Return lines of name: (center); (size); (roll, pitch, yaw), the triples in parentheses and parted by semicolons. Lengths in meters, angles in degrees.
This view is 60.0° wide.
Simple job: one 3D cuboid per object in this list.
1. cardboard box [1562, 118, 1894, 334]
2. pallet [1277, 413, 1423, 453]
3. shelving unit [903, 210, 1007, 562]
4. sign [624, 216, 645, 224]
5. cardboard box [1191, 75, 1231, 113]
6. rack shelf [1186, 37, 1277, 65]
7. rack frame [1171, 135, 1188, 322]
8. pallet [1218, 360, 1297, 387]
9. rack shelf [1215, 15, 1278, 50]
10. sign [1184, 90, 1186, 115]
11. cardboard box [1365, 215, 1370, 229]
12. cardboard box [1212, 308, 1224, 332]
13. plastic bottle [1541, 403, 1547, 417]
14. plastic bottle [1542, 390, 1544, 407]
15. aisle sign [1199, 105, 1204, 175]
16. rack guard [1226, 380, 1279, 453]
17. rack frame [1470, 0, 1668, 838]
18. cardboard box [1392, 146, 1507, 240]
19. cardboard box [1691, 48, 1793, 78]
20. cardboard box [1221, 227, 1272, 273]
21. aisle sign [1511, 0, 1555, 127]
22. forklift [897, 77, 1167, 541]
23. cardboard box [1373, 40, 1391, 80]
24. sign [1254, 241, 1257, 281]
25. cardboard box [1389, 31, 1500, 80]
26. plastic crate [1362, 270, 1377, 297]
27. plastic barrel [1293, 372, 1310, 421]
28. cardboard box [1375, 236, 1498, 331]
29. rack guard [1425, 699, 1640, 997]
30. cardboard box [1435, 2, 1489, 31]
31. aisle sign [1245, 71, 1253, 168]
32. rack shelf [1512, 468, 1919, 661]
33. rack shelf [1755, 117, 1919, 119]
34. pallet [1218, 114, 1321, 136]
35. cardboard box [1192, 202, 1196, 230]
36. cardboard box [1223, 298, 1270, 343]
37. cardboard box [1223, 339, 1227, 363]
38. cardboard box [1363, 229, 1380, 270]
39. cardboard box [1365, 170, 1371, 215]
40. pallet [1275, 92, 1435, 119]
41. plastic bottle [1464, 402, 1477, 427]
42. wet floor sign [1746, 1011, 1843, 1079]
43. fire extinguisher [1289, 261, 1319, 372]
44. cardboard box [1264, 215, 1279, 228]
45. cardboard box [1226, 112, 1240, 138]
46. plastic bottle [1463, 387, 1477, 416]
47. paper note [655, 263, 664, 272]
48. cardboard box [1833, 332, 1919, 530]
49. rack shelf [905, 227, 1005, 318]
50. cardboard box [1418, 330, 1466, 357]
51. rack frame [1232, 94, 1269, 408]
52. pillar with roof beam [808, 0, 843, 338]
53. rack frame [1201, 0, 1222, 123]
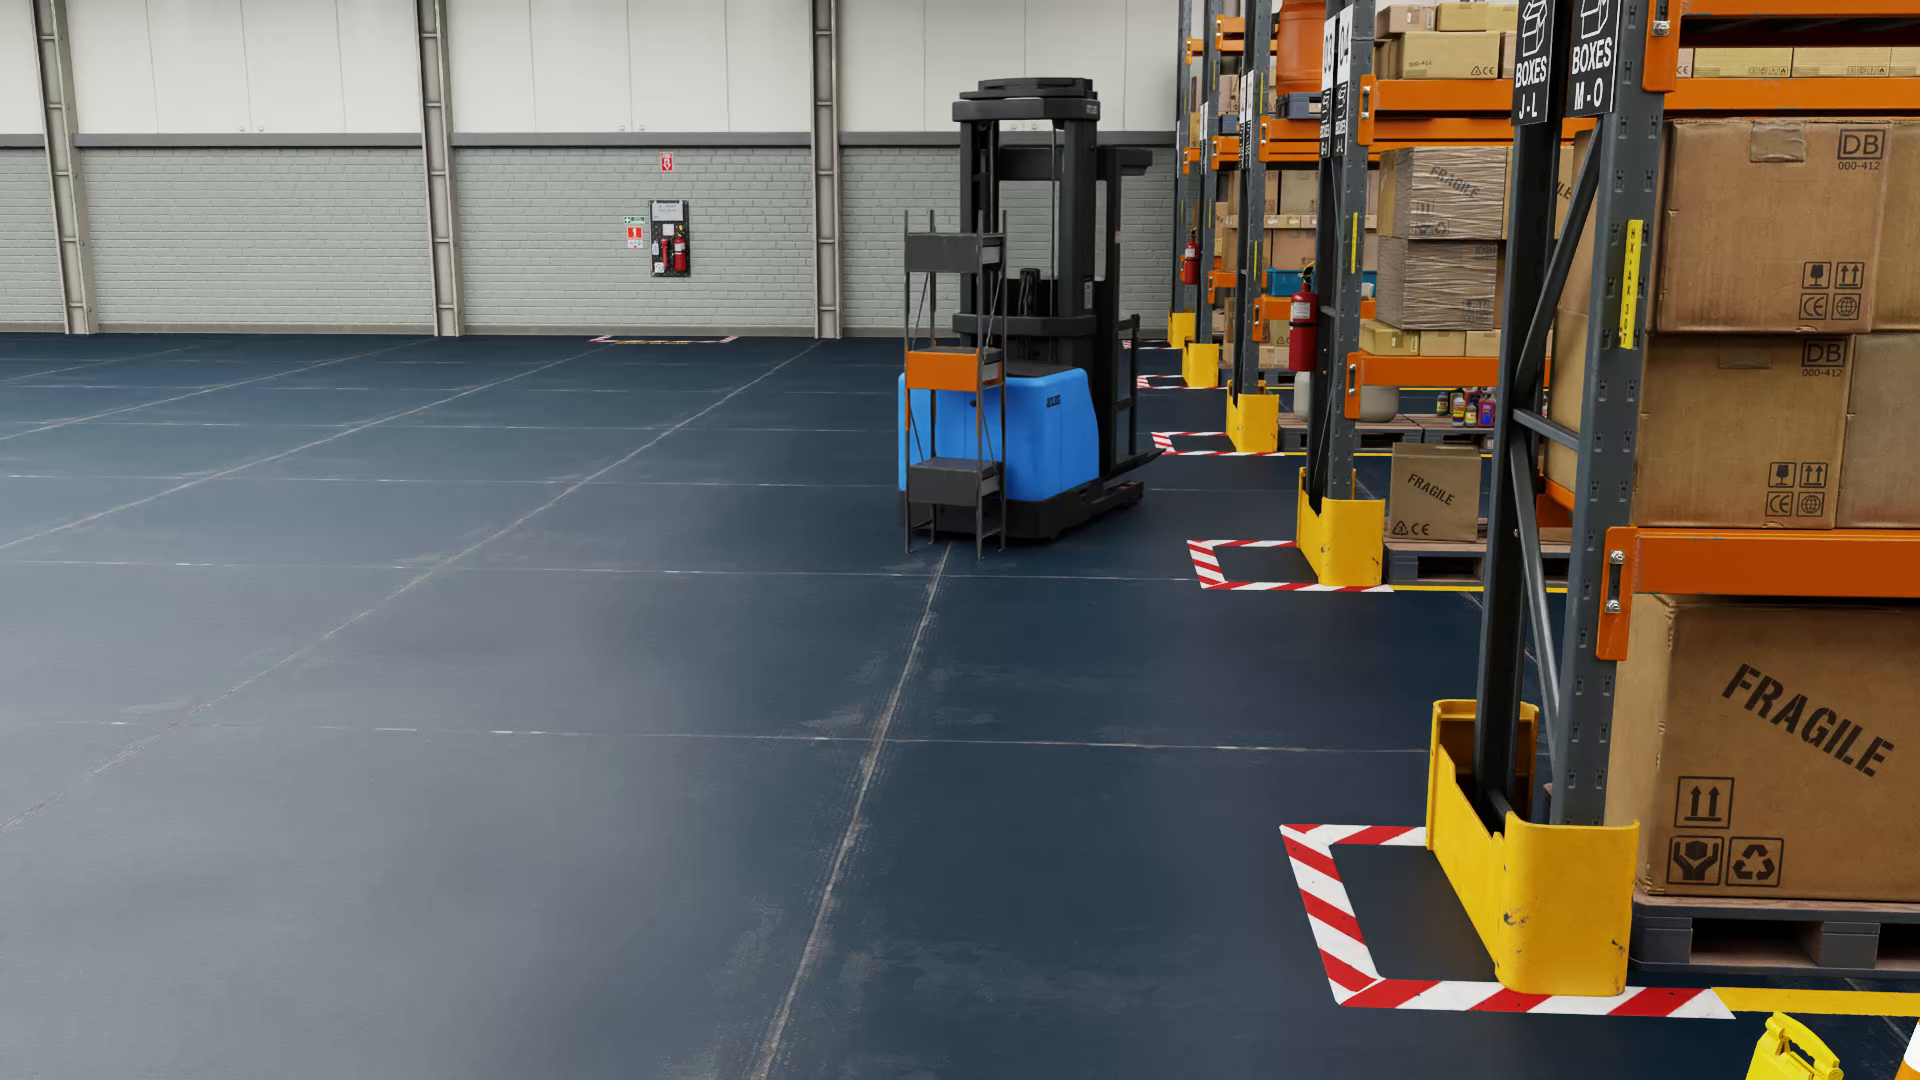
cardboard box: (2.138, -0.899, 4.735); (0.550, 0.550, 0.875); (1, 12, 4)
pallet: (3.423, -0.965, 14.866); (1.213, 0.211, 1.003); (1, 12, 4)
shelving unit: (-0.025, -0.953, 10.195); (0.503, 2.100, 0.431); (5, 13, 24)
sign: (-5.039, -4.952, 25.733); (0.331, 0.109, 0.001); (1, 12, 4)
cardboard box: (3.564, -6.319, 23.589); (0.500, 0.500, 0.500); (0, 12, 0)
rack shelf: (5.191, -6.913, 23.602); (4.000, 0.370, 1.077); (1, 12, 4)
rack frame: (3.195, -4.357, 24.273); (0.127, 3.000, 1.000); (1, 12, 4)
pallet: (3.634, -1.979, 19.711); (1.213, 0.211, 1.003); (1, 12, 4)
rack shelf: (4.864, -5.707, 18.805); (4.000, 0.370, 1.077); (1, 12, 4)
sign: (3.159, -6.143, 23.347); (0.005, 0.325, 0.100); (1, 12, 4)
cardboard box: (4.530, -3.645, 19.040); (0.250, 0.149, 0.380); (1, 12, 3)
cardboard box: (3.880, -3.229, 24.370); (0.500, 0.311, 0.500); (-1, 12, -3)
plastic bottle: (5.067, -1.080, 14.367); (0.097, 0.201, 0.097); (0, 12, 0)
plastic bottle: (5.150, -1.235, 14.922); (0.135, 0.276, 0.152); (1, 12, 4)
aisle sign: (2.822, -4.679, 19.460); (0.004, 0.787, 0.394); (1, 12, 4)
rack guard: (2.612, -1.119, 14.895); (0.348, 0.500, 1.175); (1, 12, 4)
rack frame: (1.770, -0.310, 4.923); (0.127, 3.000, 1.000); (1, 12, 4)
cardboard box: (2.733, -1.942, 9.315); (0.500, 0.500, 0.500); (1, 12, 4)
cardboard box: (4.195, -2.638, 9.092); (0.500, 0.250, 0.500); (1, 12, 5)
cardboard box: (3.333, -3.385, 19.382); (0.500, 0.500, 0.700); (1, 12, 4)
aisle sign: (1.720, -1.645, 4.954); (0.004, 0.787, 0.394); (1, 12, 4)
forklift: (0.677, -1.689, 11.684); (1.130, 2.935, 3.031); (6, 13, 25)
cardboard box: (2.701, -2.762, 9.685); (0.500, 0.250, 0.500); (1, 12, 5)
sign: (2.492, -2.357, 14.032); (0.005, 0.325, 0.100); (1, 12, 4)
cardboard box: (2.666, -2.657, 9.185); (0.500, 0.250, 0.500); (1, 12, 5)
plastic crate: (3.700, -2.305, 14.824); (0.408, 0.251, 0.499); (1, 12, 4)
plastic barrel: (3.195, -1.328, 14.841); (0.421, 0.512, 0.421); (0, 12, 0)
cardboard box: (2.749, -1.503, 9.657); (0.500, 0.500, 0.875); (1, 12, 4)
rack guard: (1.746, 0.913, 5.181); (0.348, 0.500, 1.175); (1, 12, 4)
cardboard box: (2.714, -2.837, 9.073); (0.250, 0.149, 0.380); (1, 12, 5)
aisle sign: (2.442, -3.547, 14.050); (0.004, 0.787, 0.394); (1, 12, 4)
rack shelf: (3.766, 0.070, 4.866); (4.000, 0.370, 1.077); (1, 12, 4)
rack shelf: (8.520, -3.368, 13.972); (4.000, 0.370, 1.077); (1, 12, 4)
pallet: (3.572, -4.755, 19.065); (1.213, 0.211, 1.003); (1, 12, 4)
cardboard box: (3.680, -4.698, 24.386); (0.500, 0.500, 0.500); (1, 12, 3)
cardboard box: (3.423, -2.626, 19.852); (0.500, 0.500, 0.500); (1, 12, 4)
cardboard box: (3.423, -2.258, 19.927); (0.500, 0.250, 0.500); (1, 12, 4)
cardboard box: (4.878, -3.365, 19.283); (0.500, 0.500, 0.700); (1, 12, 5)
cardboard box: (4.414, -4.007, 19.184); (0.500, 0.500, 0.700); (1, 12, 4)
pallet: (3.352, -3.678, 14.160); (1.213, 0.211, 1.003); (1, 12, 4)
plastic bottle: (4.425, -1.089, 14.409); (0.097, 0.201, 0.097); (0, 12, 0)
wet floor sign: (1.609, 1.247, 3.232); (0.232, 0.644, 0.267); (-1, 12, -6)
fire extinguisher: (2.119, -1.380, 10.226); (0.183, 0.674, 0.296); (1, 12, 4)
cardboard box: (3.509, -3.659, 19.108); (0.250, 0.149, 0.380); (0, 12, 2)
cardboard box: (4.046, -5.814, 23.618); (0.500, 0.500, 0.500); (2, 12, 8)
plastic bottle: (4.645, -1.271, 15.096); (0.135, 0.276, 0.152); (1, 12, 4)
paper note: (-4.670, -4.234, 25.833); (0.142, 0.148, 0.016); (1, 12, 4)
cardboard box: (2.694, -0.384, 4.913); (0.550, 0.550, 0.875); (1, 12, 4)
rack shelf: (-0.025, -1.625, 10.054); (0.480, 0.518, 0.431); (5, 13, 24)
cardboard box: (2.719, -1.139, 9.500); (0.250, 0.149, 0.380); (1, 12, 4)
rack frame: (2.533, -2.334, 14.598); (0.127, 3.000, 1.000); (1, 12, 4)
pillar with roof beam: (-2.323, -6.664, 20.646); (0.400, 9.000, 9.100); (1, 12, 4)
rack frame: (2.868, -6.282, 18.821); (0.127, 3.000, 1.000); (1, 12, 4)
